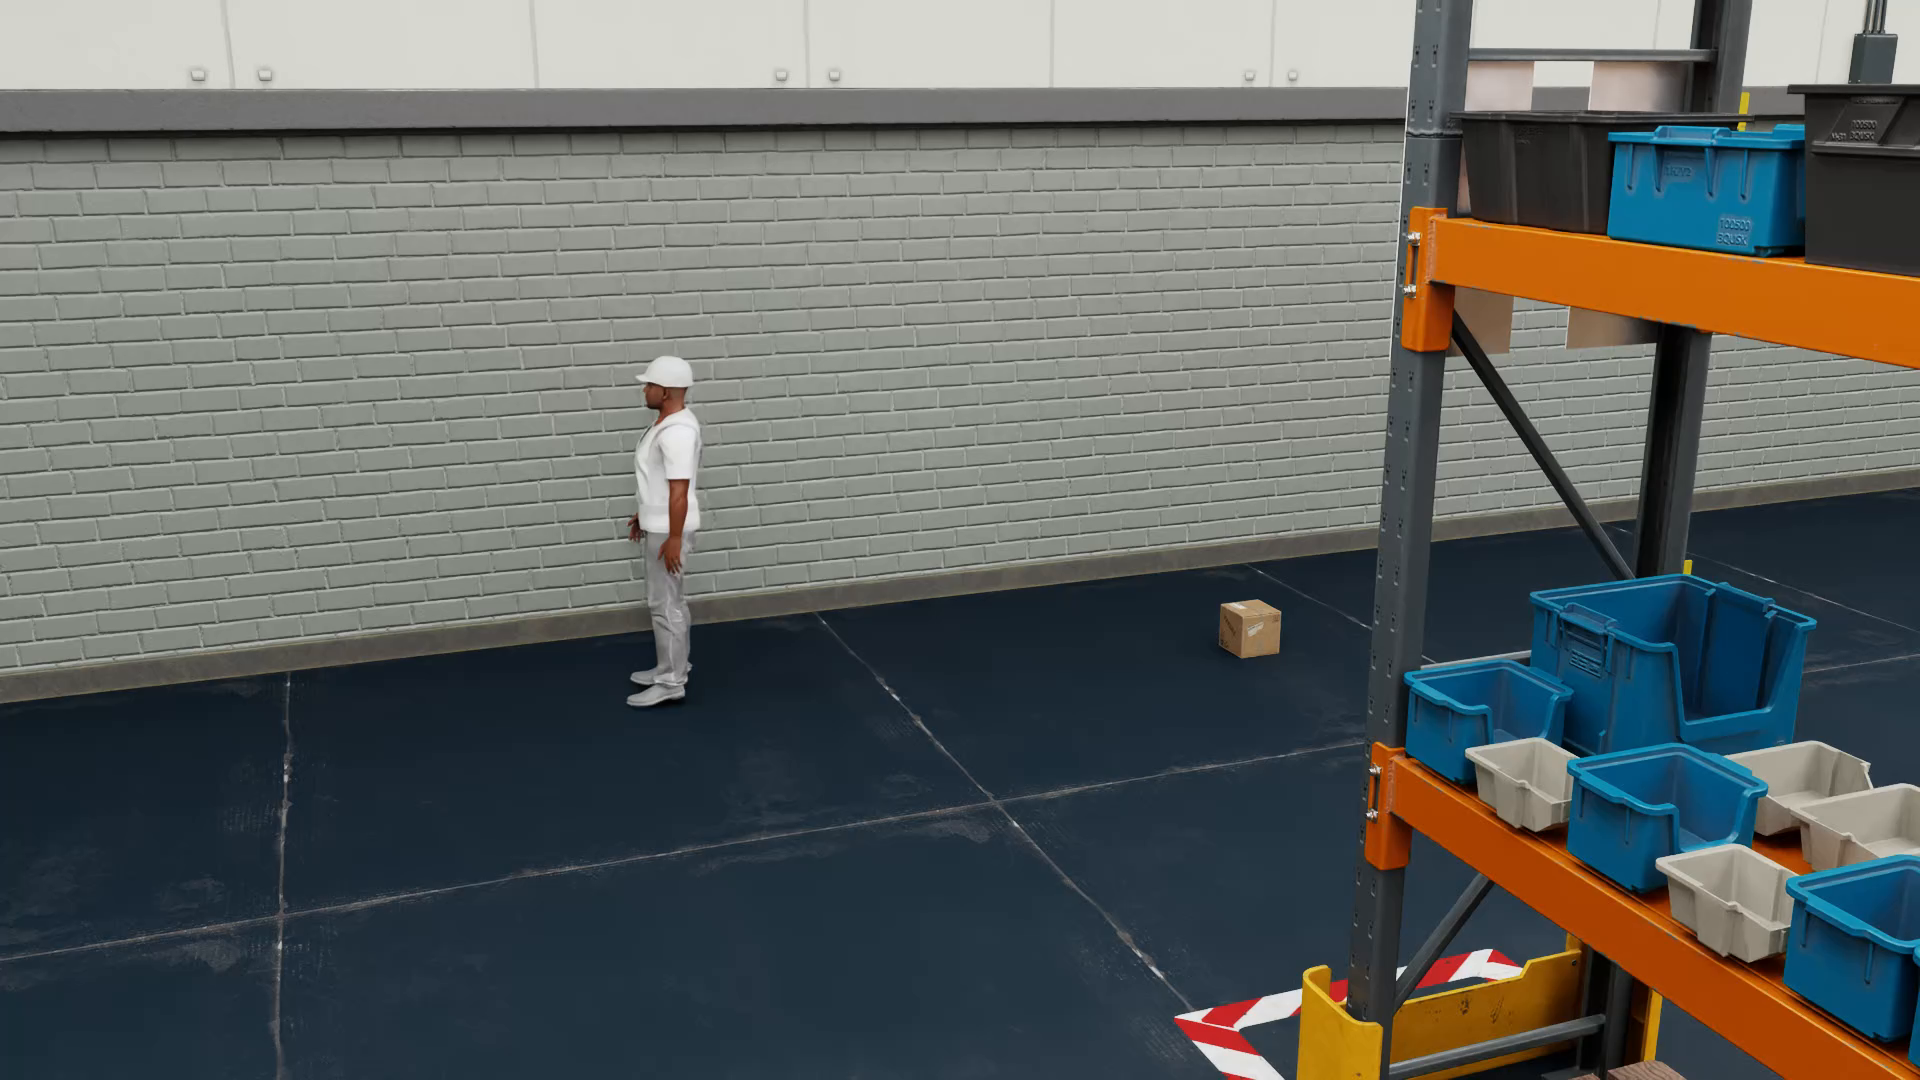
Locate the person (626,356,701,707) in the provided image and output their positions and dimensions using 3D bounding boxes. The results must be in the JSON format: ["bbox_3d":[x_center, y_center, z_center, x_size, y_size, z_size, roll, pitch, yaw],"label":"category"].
[{"bbox_3d":[-1.550,-0.061,8.620,0.446,1.786,0.603,-3,16,-10],"label":"person"}]
